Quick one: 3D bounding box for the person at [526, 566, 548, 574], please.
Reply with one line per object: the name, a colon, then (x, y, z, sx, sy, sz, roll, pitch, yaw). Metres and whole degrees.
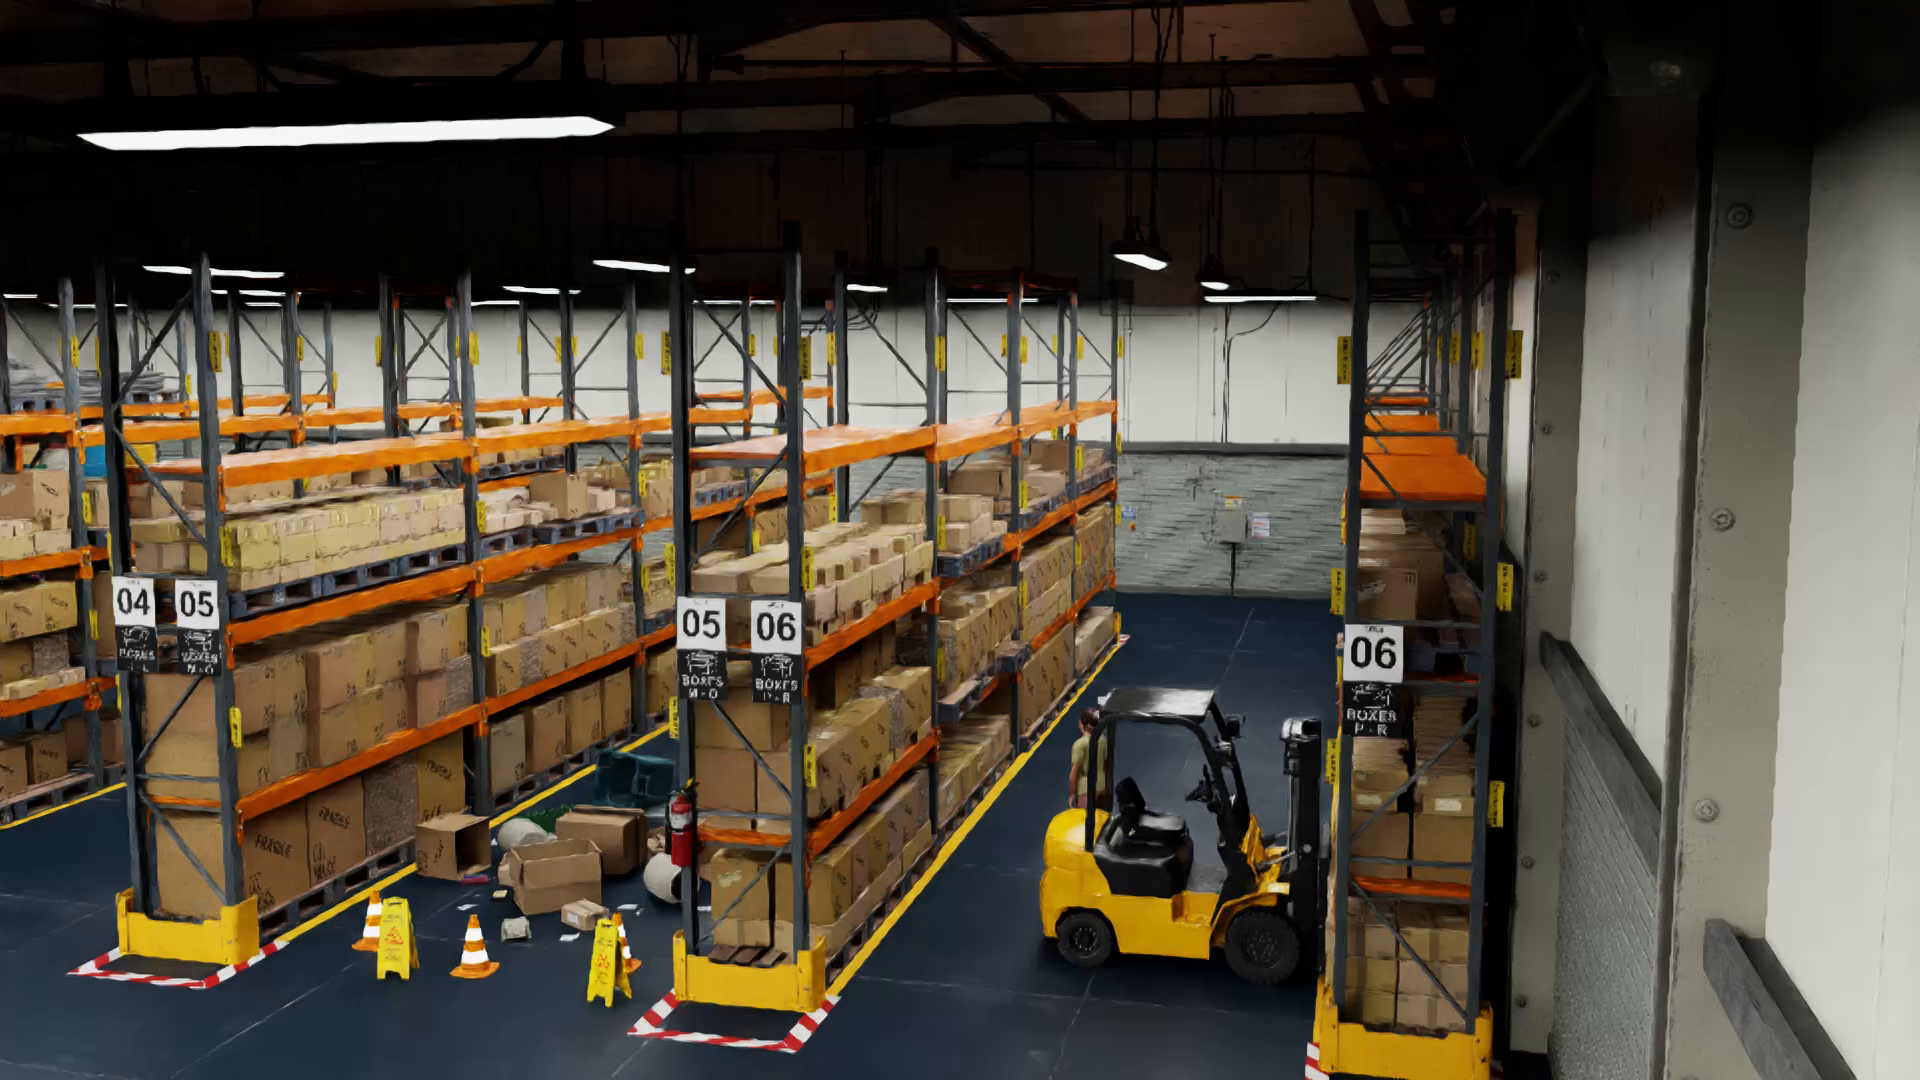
person: (-6.790, 1.039, 26.866, 0.617, 1.742, 0.545, 1, 7, 12)

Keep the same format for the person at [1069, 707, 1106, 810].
person: (1.256, 2.373, 15.770, 0.437, 1.603, 0.532, 7, 10, 44)
